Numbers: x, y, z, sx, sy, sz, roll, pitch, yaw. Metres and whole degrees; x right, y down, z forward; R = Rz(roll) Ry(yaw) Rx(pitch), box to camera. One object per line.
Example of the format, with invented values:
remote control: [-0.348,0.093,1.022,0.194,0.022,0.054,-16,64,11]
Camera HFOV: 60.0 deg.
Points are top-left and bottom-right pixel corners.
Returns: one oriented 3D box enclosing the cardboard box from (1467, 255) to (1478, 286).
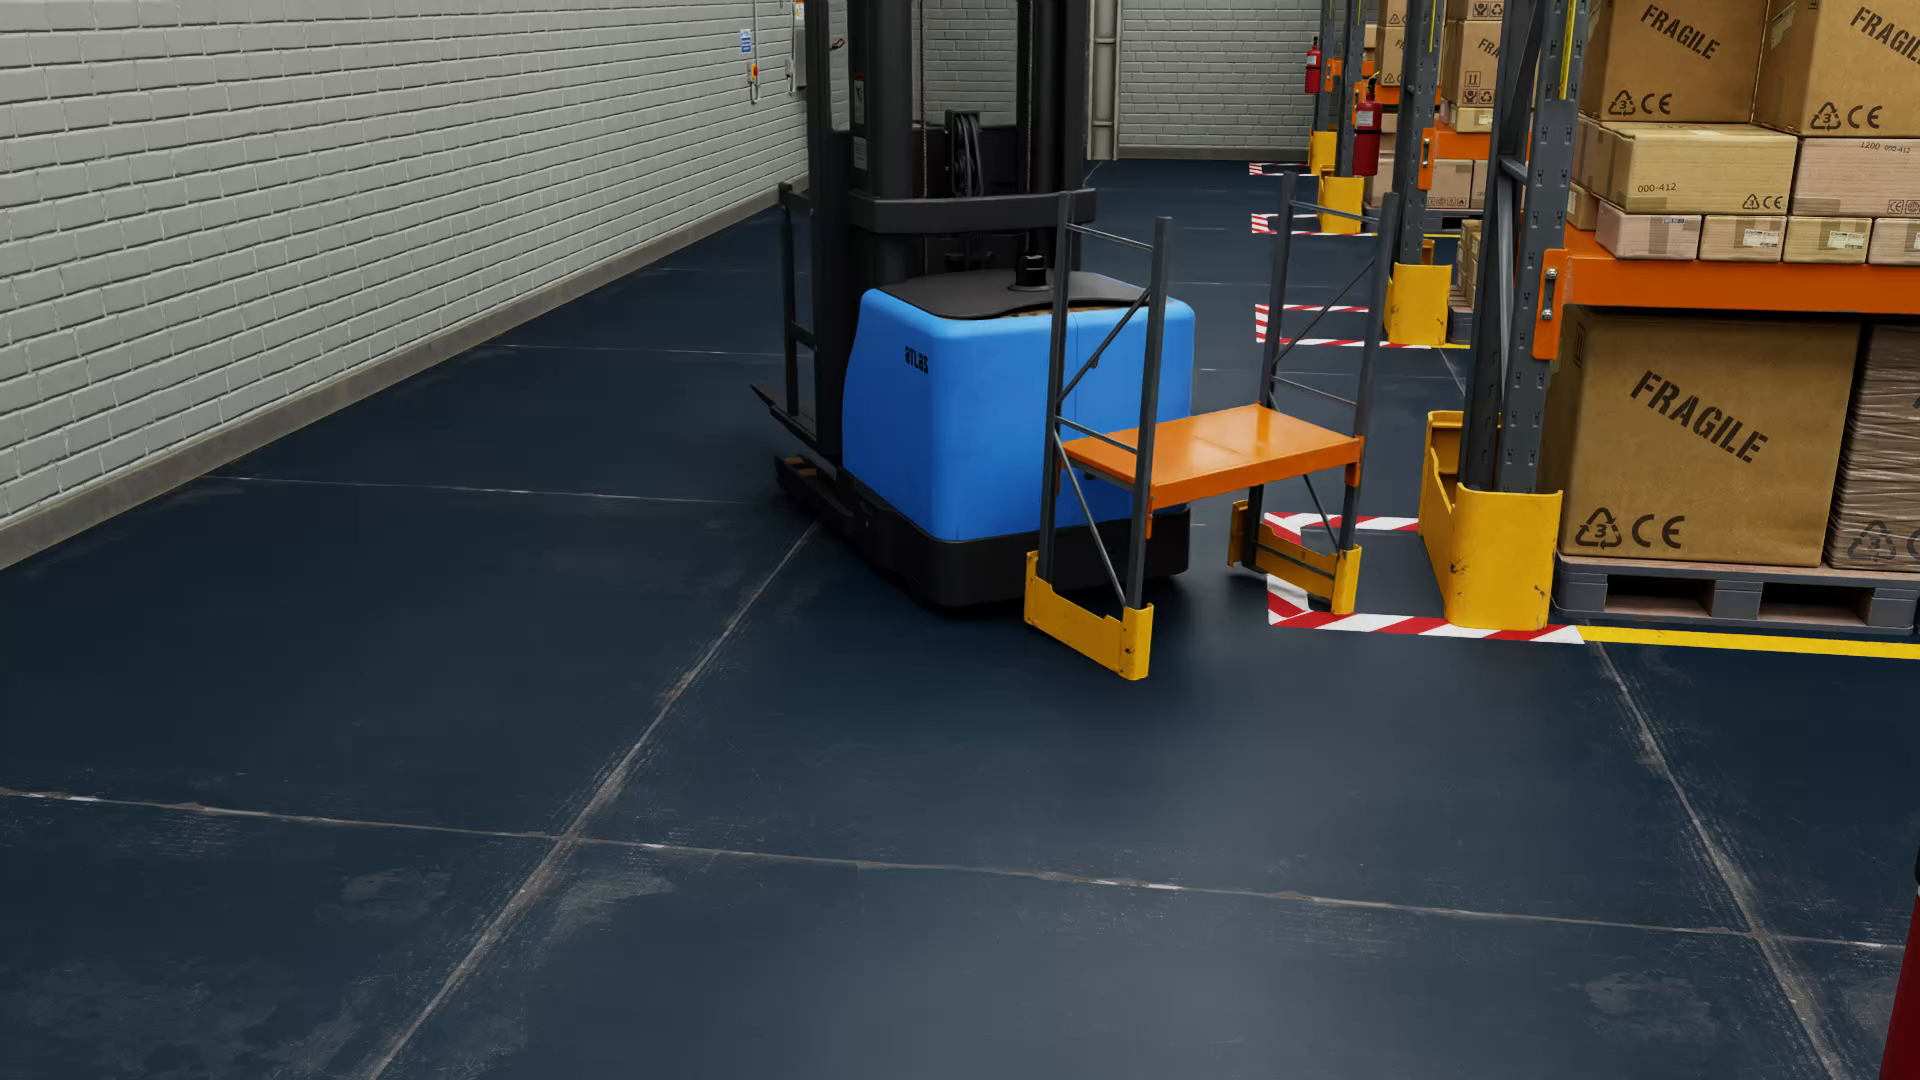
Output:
cardboard box: [3.377,-1.718,10.572,0.250,0.149,0.380,4,19,11]

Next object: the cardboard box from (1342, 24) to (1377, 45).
cardboard box: [4.865,-6.077,20.007,0.500,0.250,0.500,3,19,10]

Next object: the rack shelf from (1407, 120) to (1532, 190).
rack shelf: [4.875,-2.395,10.366,4.000,0.370,1.077,3,19,9]

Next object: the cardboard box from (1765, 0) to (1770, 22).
cardboard box: [4.814,-3.312,9.773,0.500,0.500,0.500,2,19,7]

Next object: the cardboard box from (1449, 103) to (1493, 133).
cardboard box: [3.168,-2.598,10.237,0.250,0.149,0.380,3,19,8]

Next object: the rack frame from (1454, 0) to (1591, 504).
rack frame: [2.014,-1.288,5.924,0.127,3.000,1.000,3,19,9]

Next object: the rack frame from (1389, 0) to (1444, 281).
rack frame: [2.900,-2.836,10.553,0.127,3.000,1.000,3,19,9]

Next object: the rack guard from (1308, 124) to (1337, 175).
rack guard: [4.444,-4.758,20.236,0.348,0.500,1.175,3,19,9]

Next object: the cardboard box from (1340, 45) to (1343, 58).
cardboard box: [4.739,-5.896,20.092,0.250,0.149,0.380,3,19,8]

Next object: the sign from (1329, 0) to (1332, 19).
sign: [4.283,-6.188,19.206,0.005,0.325,0.100,3,19,9]

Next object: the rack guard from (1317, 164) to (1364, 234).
rack guard: [3.562,-3.208,15.603,0.348,0.500,1.175,3,19,9]

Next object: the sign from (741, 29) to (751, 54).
sign: [-2.054,-4.785,15.950,0.001,0.218,0.327,3,19,9]

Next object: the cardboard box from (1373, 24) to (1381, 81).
cardboard box: [4.104,-4.498,15.362,0.500,0.500,0.500,3,19,9]

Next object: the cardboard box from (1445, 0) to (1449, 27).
cardboard box: [4.526,-4.777,14.618,0.500,0.500,0.500,2,19,7]

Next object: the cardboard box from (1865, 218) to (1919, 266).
cardboard box: [3.076,-1.009,5.488,0.250,0.149,0.380,3,19,8]

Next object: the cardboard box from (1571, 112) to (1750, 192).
cardboard box: [2.534,-1.416,6.076,0.500,0.250,0.500,3,19,8]

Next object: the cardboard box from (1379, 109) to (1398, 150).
cardboard box: [4.958,-4.902,20.000,0.637,0.503,0.797,2,19,6]

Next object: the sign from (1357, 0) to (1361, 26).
sign: [3.492,-4.667,14.534,0.005,0.325,0.100,3,19,9]

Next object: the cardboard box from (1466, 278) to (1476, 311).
cardboard box: [3.367,-1.557,10.560,0.250,0.149,0.380,3,19,10]

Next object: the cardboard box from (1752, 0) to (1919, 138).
cardboard box: [2.938,-1.579,5.381,0.500,0.500,0.500,2,19,7]

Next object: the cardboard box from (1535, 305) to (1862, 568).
cardboard box: [2.658,-0.472,6.173,0.875,0.875,0.875,3,19,9]

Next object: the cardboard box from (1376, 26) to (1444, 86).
cardboard box: [4.014,-4.326,14.846,0.500,0.500,0.500,3,19,8]

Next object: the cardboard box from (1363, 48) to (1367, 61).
cardboard box: [4.650,-5.726,19.585,0.250,0.149,0.380,3,19,8]

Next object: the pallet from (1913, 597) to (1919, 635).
pallet: [4.017,0.113,6.134,1.213,0.211,1.003,3,19,9]

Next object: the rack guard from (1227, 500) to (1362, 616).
rack guard: [1.231,0.061,6.169,0.087,0.250,0.587,-13,26,-34]

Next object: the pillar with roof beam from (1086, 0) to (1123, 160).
pillar with roof beam: [1.167,-7.862,16.118,0.400,9.000,9.100,3,19,9]

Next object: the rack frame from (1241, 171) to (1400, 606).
rack frame: [1.269,-0.525,5.952,0.032,1.500,0.500,-13,26,-34]

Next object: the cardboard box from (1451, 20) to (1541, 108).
cardboard box: [3.300,-2.916,10.164,0.500,0.500,0.500,4,19,11]

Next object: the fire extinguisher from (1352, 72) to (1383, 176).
fire extinguisher: [2.725,-2.780,11.094,0.183,0.674,0.296,3,19,9]

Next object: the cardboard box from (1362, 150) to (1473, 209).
cardboard box: [4.253,-3.375,15.537,0.875,0.438,0.875,2,19,7]

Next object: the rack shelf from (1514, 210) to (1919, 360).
rack shelf: [3.988,-0.846,5.737,4.000,0.370,1.077,3,19,9]

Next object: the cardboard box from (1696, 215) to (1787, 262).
cardboard box: [2.565,-1.035,5.564,0.250,0.149,0.380,3,19,8]

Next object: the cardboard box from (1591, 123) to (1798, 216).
cardboard box: [2.445,-1.249,5.576,0.500,0.250,0.500,2,19,7]

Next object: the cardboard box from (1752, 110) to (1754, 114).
cardboard box: [4.716,-2.536,10.050,0.250,0.149,0.380,4,19,11]

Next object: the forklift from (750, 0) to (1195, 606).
forklift: [-0.175,-1.584,6.917,1.130,2.935,3.031,-8,20,-22]

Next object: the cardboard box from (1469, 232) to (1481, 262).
cardboard box: [3.364,-1.833,10.447,0.250,0.149,0.380,2,19,6]

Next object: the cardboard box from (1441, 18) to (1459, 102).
cardboard box: [3.385,-3.083,10.663,0.500,0.500,0.500,3,19,10]

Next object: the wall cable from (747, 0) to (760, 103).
wall cable: [-1.985,-5.165,15.863,0.123,1.953,0.585,3,19,9]

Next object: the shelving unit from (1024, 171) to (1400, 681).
shelving unit: [0.851,-0.428,5.664,1.083,1.500,0.587,-13,26,-34]

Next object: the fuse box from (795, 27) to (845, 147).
fuse box: [-1.508,-4.709,18.179,0.414,1.711,0.539,3,19,9]
